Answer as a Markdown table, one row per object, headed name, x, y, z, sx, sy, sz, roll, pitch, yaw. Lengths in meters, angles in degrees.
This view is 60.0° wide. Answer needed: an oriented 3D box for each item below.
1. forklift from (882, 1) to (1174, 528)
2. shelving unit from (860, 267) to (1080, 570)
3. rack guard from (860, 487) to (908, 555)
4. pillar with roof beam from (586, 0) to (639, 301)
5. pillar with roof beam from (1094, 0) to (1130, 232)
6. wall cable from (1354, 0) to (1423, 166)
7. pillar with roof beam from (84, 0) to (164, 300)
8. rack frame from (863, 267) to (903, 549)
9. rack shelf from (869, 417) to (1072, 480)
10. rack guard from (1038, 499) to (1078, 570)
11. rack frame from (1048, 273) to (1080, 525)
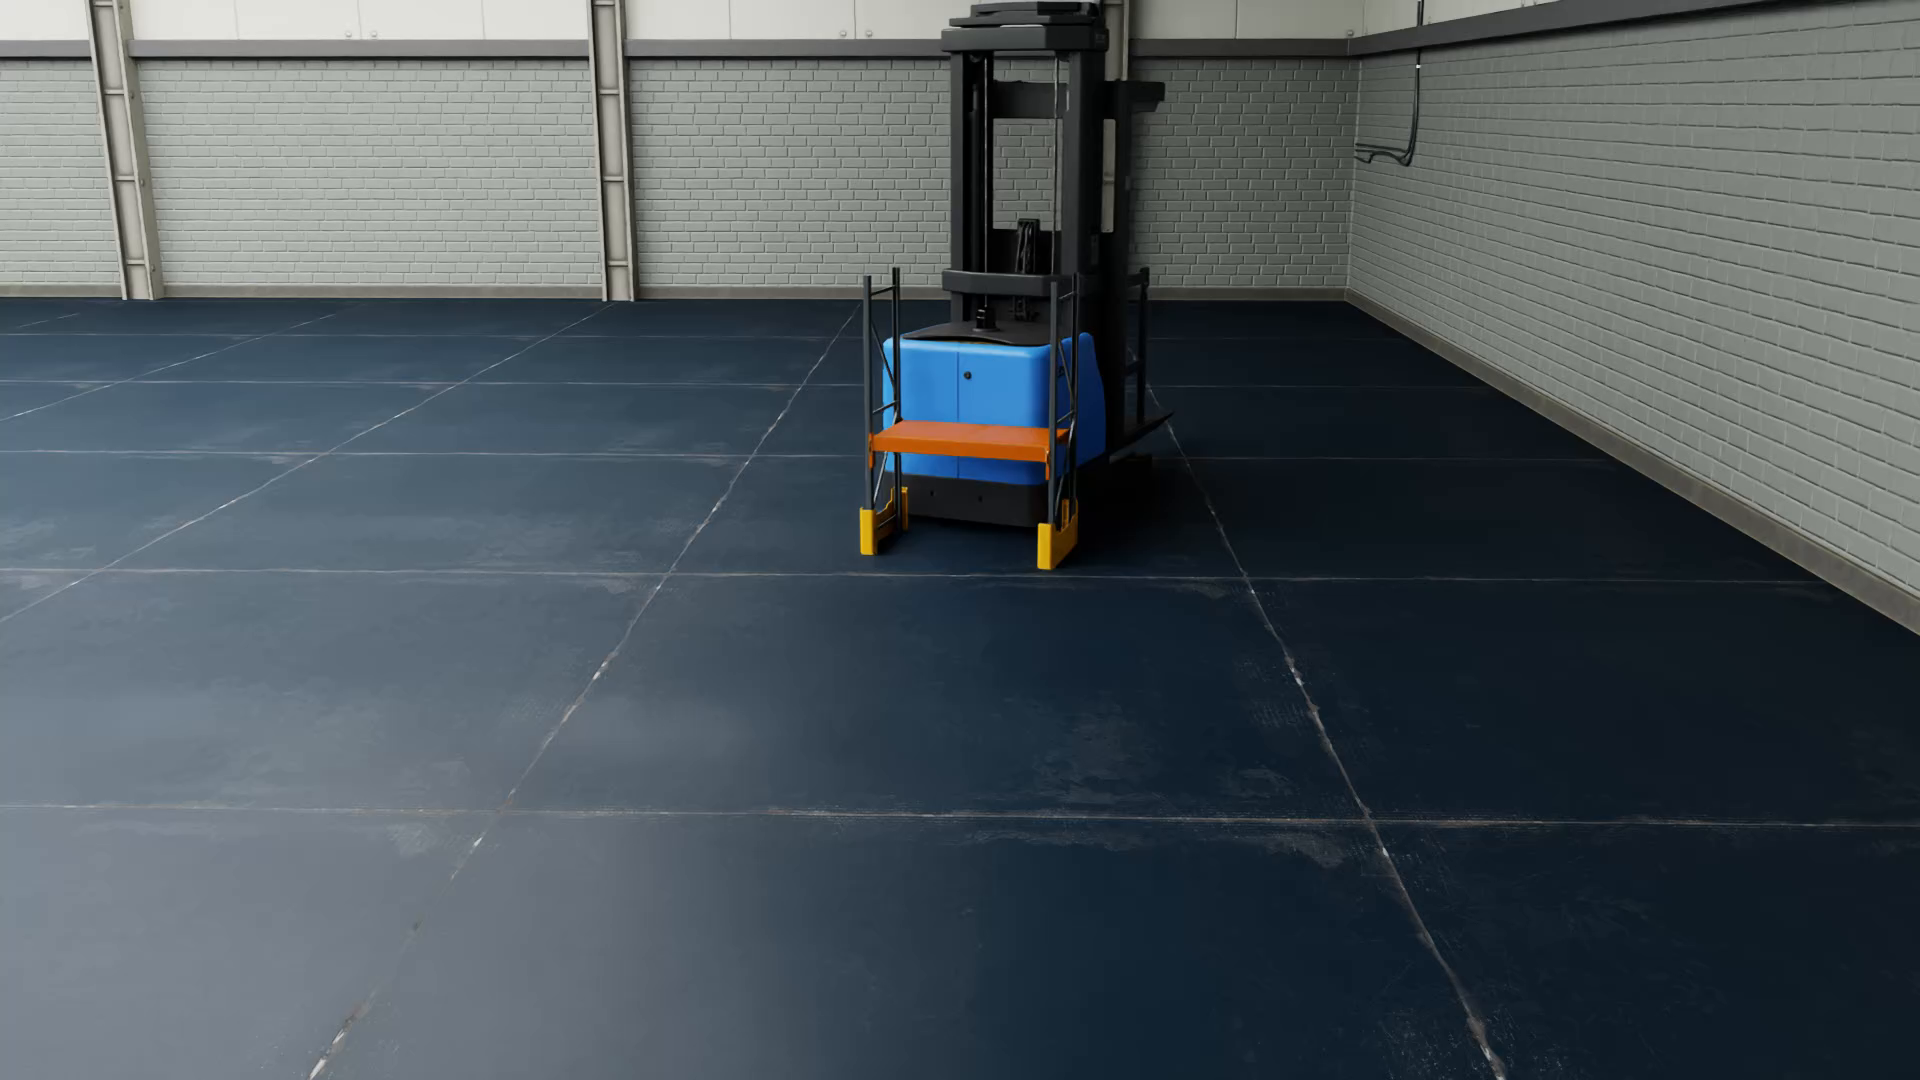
| name | x | y | z | sx | sy | sz | roll | pitch | yaw |
| --- | --- | --- | --- | --- | --- | --- | --- | --- | --- |
| forklift | 0.610 | -1.815 | 10.472 | 1.130 | 2.935 | 3.031 | 7 | 16 | 24 |
| shelving unit | 0.057 | -0.677 | 8.966 | 1.083 | 1.500 | 0.587 | 5 | 15 | 17 |
| rack guard | -0.418 | -0.111 | 9.270 | 0.087 | 0.250 | 0.587 | 5 | 15 | 17 |
| pillar with roof beam | -4.317 | -6.237 | 15.341 | 0.400 | 9.000 | 9.100 | 0 | 15 | 1 |
| pillar with roof beam | 1.681 | -6.198 | 15.193 | 0.400 | 9.000 | 9.100 | 0 | 15 | 1 |
| wall cable | 4.702 | -5.438 | 18.400 | 0.112 | 2.526 | 3.097 | 0 | 15 | 1 |
| pillar with roof beam | -10.315 | -6.276 | 15.490 | 0.400 | 9.000 | 9.100 | 0 | 15 | 1 |
| rack frame | -0.420 | -0.715 | 9.111 | 0.032 | 1.500 | 0.500 | 5 | 15 | 17 |
| rack shelf | 0.065 | -0.502 | 9.009 | 1.000 | 0.185 | 0.538 | 5 | 15 | 17 |
| rack guard | 0.532 | -0.034 | 8.981 | 0.087 | 0.250 | 0.587 | 5 | 15 | 17 |
| rack frame | 0.550 | -0.637 | 8.815 | 0.032 | 1.500 | 0.500 | 5 | 15 | 17 |
